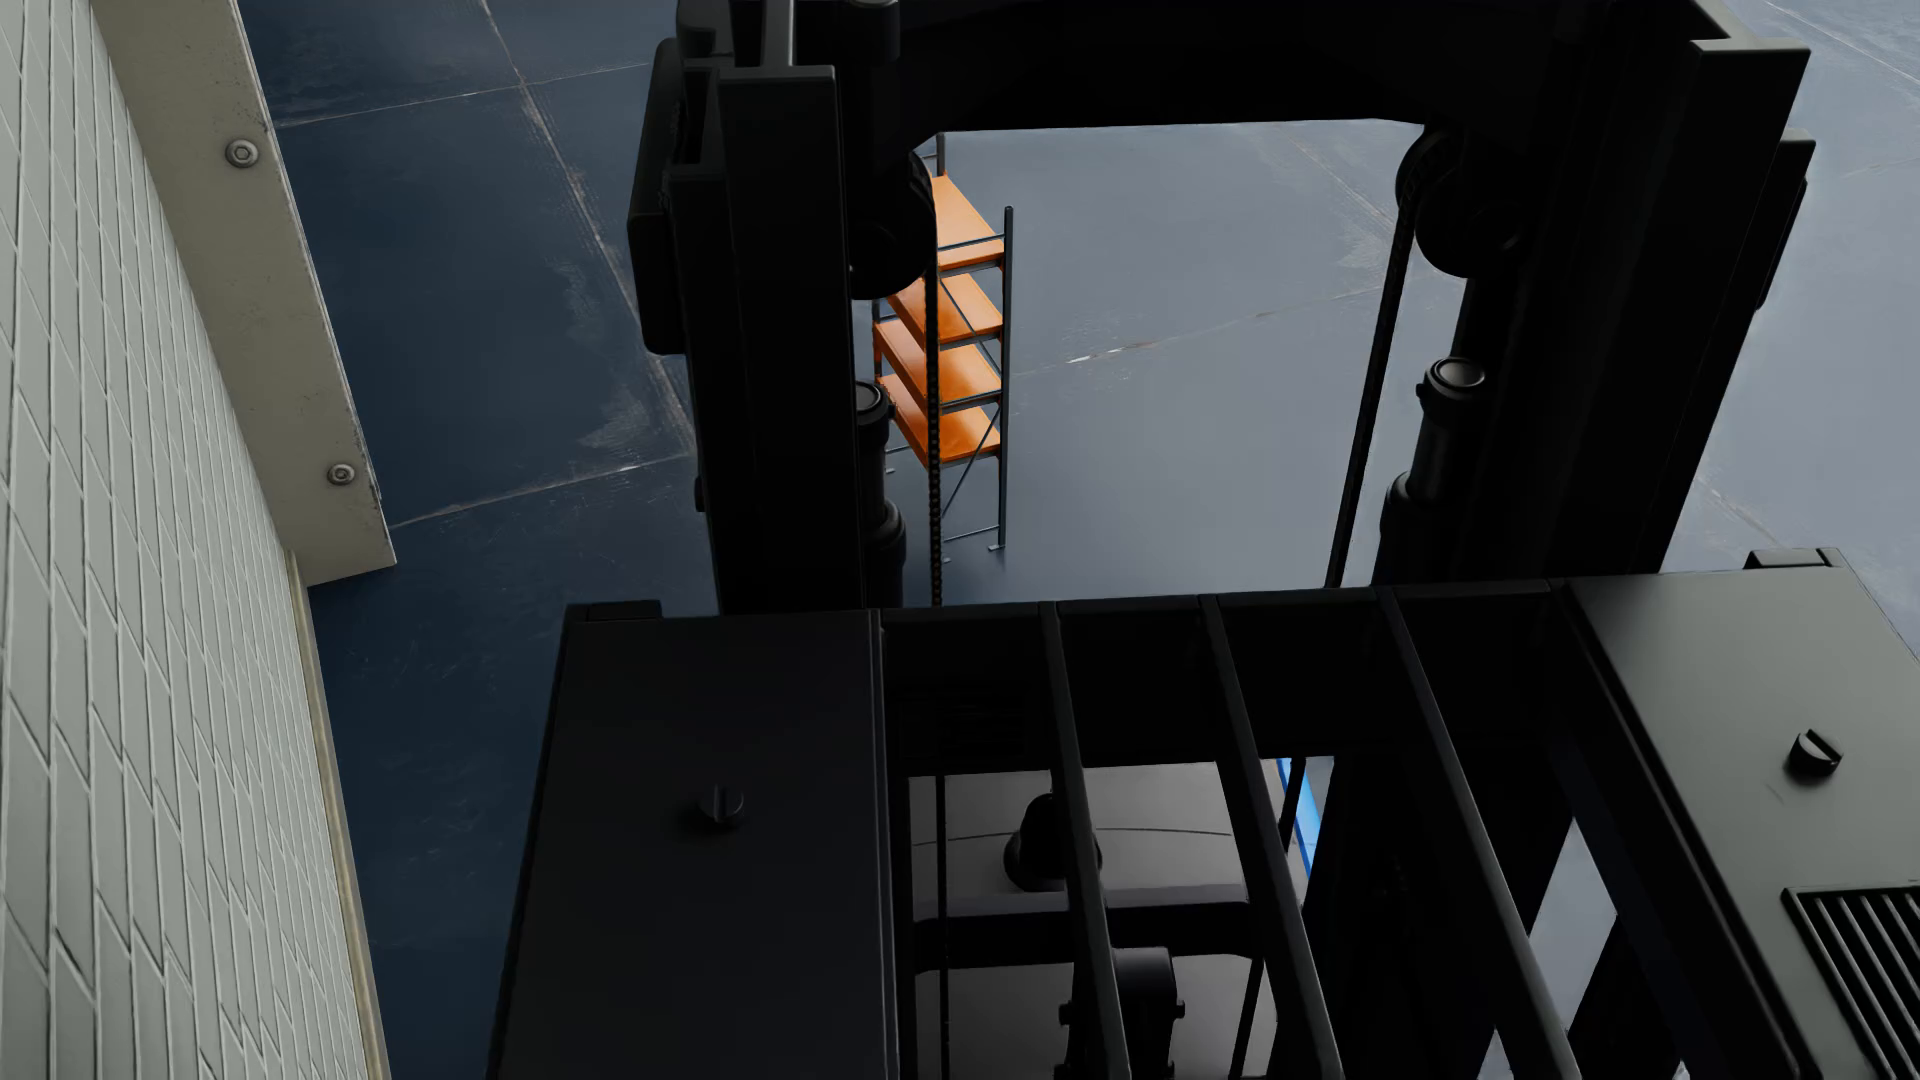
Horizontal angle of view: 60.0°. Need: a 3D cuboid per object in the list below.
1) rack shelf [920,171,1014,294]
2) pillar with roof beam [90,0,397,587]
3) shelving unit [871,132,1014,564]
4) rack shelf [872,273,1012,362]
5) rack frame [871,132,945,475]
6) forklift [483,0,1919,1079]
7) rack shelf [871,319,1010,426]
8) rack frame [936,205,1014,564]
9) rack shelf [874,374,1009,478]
[{"bbox_3d":[-0.063,-0.853,4.719,0.258,0.148,0.480,-15,43,-17],"label":"rack shelf"},{"bbox_3d":[2.011,-4.492,3.572,9.100,9.000,0.400,-15,43,-17],"label":"pillar with roof beam"},{"bbox_3d":[-0.063,-0.555,4.975,0.258,1.200,0.503,-15,43,-17],"label":"shelving unit"},{"bbox_3d":[-0.063,-0.673,4.873,0.258,0.148,0.480,-15,43,-17],"label":"rack shelf"},{"bbox_3d":[-0.157,-0.702,5.146,0.240,1.200,0.015,-15,43,-17],"label":"rack frame"},{"bbox_3d":[0.234,1.006,1.832,1.130,2.935,3.031,-2,41,-3],"label":"forklift"},{"bbox_3d":[-0.063,-0.504,5.019,0.258,0.148,0.480,-15,43,-17],"label":"rack shelf"},{"bbox_3d":[0.030,-0.408,4.804,0.240,1.200,0.015,-15,43,-17],"label":"rack frame"},{"bbox_3d":[-0.063,-0.353,5.148,0.258,0.148,0.480,-15,43,-17],"label":"rack shelf"}]
